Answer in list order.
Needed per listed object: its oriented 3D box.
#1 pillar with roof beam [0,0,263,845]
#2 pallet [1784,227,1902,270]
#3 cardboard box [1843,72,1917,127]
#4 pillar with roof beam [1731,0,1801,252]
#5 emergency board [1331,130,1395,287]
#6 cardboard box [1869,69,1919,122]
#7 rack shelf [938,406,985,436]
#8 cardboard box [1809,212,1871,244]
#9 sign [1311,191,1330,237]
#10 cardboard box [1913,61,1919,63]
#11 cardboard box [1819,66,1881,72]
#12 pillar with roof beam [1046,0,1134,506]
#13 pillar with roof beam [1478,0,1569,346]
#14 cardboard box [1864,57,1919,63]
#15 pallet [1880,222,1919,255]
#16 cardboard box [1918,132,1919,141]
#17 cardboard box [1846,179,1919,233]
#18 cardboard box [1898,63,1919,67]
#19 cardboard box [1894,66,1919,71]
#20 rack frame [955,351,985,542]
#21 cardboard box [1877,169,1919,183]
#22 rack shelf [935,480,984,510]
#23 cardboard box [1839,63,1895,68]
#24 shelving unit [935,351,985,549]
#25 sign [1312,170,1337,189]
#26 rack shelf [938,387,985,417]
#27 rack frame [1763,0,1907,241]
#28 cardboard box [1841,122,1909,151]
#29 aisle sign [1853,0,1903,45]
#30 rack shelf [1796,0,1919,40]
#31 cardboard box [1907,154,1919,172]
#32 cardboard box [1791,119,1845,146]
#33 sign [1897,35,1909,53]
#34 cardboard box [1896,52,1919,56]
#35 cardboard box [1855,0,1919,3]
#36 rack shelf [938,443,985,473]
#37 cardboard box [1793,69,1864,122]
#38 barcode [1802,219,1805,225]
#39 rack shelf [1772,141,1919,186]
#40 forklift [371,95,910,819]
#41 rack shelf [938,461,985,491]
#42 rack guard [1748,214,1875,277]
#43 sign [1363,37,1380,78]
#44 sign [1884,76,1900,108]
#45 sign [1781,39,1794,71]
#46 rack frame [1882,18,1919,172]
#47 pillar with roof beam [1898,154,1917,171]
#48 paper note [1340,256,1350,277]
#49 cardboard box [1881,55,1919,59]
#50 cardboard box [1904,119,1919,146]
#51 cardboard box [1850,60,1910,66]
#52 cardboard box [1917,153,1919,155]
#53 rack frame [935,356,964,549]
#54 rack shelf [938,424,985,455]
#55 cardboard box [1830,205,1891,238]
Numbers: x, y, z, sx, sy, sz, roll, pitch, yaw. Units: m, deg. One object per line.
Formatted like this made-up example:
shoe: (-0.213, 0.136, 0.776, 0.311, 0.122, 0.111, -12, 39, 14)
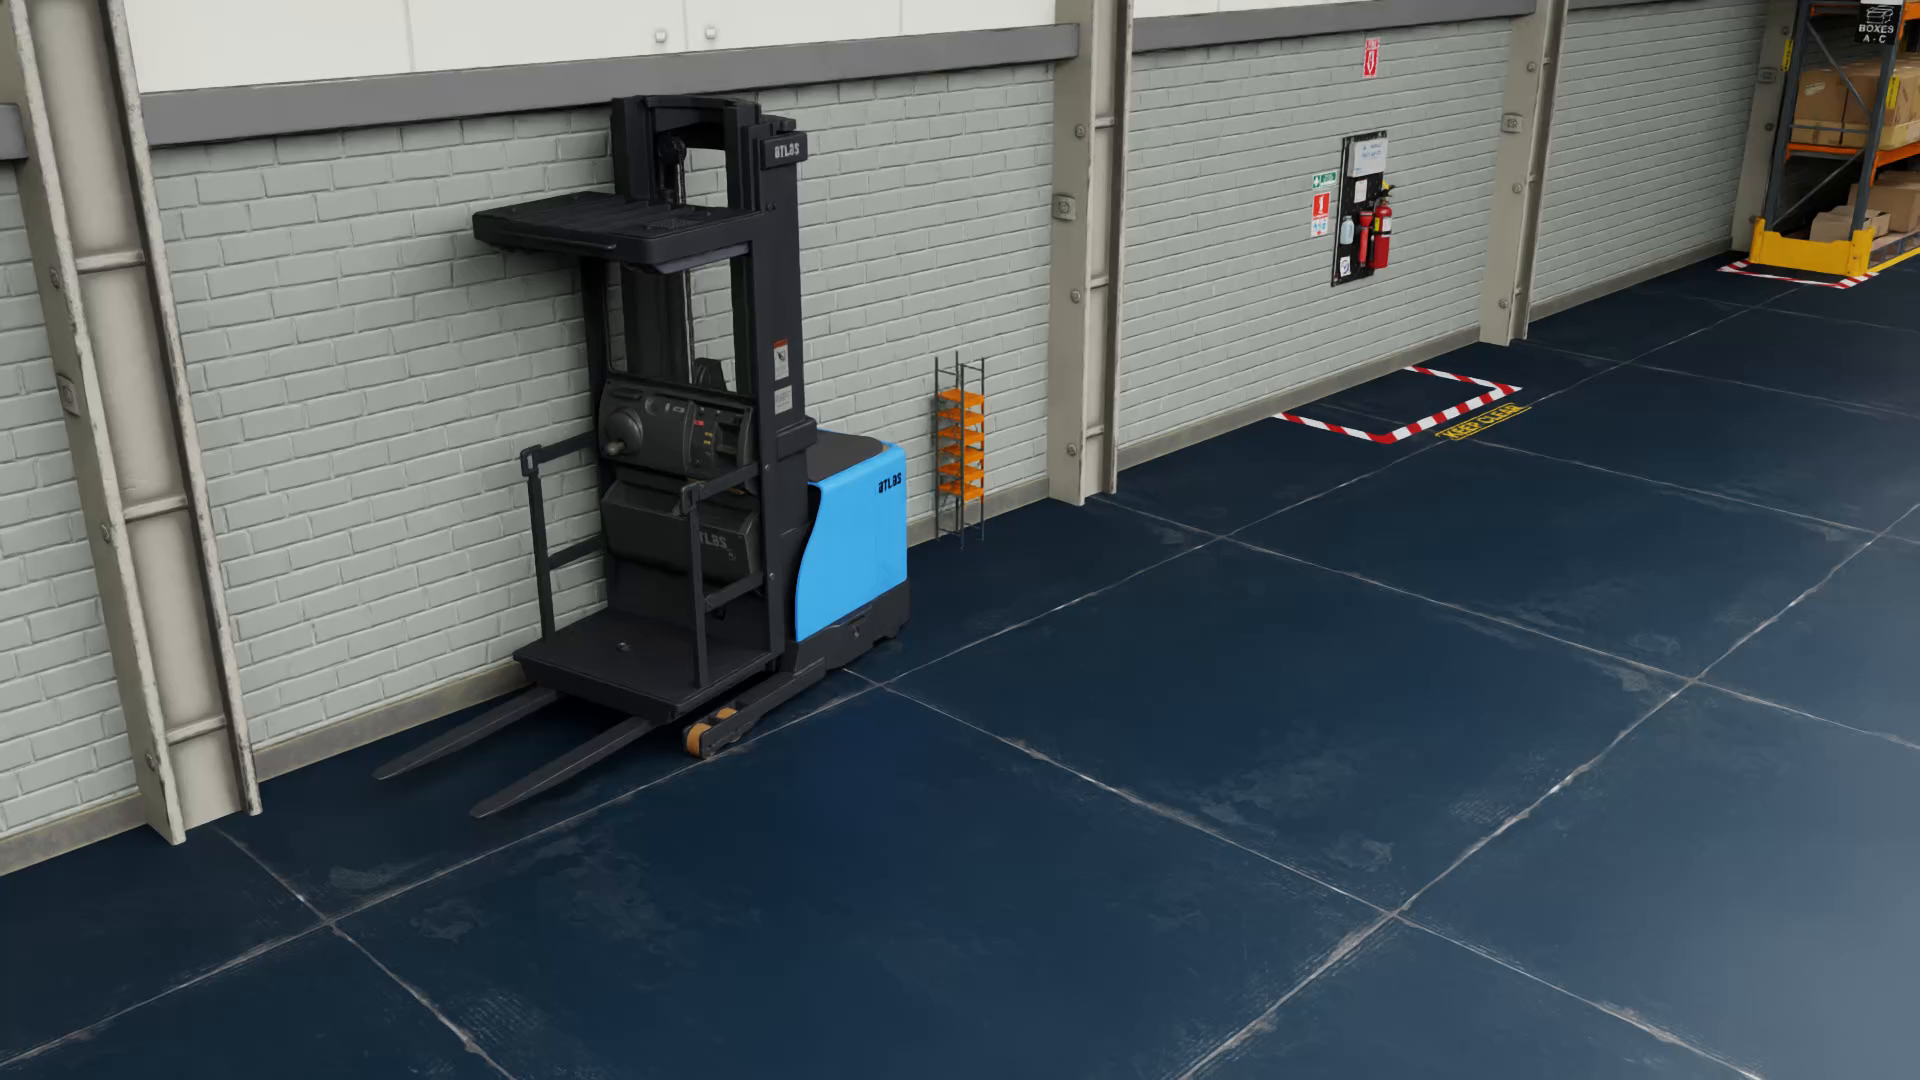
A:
pillar with roof beam: (-0.271, -1.897, 2.968, 9.100, 9.000, 0.400, 19, 28, 41)
pallet: (9.978, -3.323, 18.925, 1.003, 0.211, 1.213, 19, 28, 41)
cardboard box: (9.881, -4.742, 17.866, 0.500, 0.500, 0.500, 19, 28, 41)
pillar with roof beam: (12.285, -6.524, 15.006, 9.100, 9.000, 0.400, 19, 28, 41)
emergency board: (3.264, -2.633, 13.245, 0.194, 1.169, 0.643, 19, 28, 41)
cardboard box: (10.233, -4.866, 18.190, 0.500, 0.500, 0.500, 19, 28, 41)
rack shelf: (-0.002, -0.737, 10.275, 0.258, 0.103, 0.180, 19, 28, 40)
cardboard box: (9.880, -3.511, 18.662, 0.500, 0.311, 0.500, 15, 26, 35)
sign: (2.804, -2.534, 12.936, 0.001, 0.329, 0.234, 19, 28, 41)
cardboard box: (11.312, -5.267, 19.233, 0.500, 0.500, 0.500, 18, 28, 39)
cardboard box: (9.867, -4.996, 18.527, 0.500, 0.500, 0.500, -20, 29, -41)
pillar with roof beam: (3.914, -3.439, 6.980, 9.100, 9.000, 0.400, 19, 28, 41)
pillar with roof beam: (8.100, -4.982, 10.993, 9.100, 9.000, 0.400, 19, 28, 41)
cardboard box: (10.930, -5.395, 19.566, 0.500, 0.500, 0.500, -19, 28, -41)
pallet: (10.829, -3.635, 19.737, 1.003, 0.211, 1.213, 19, 28, 41)
cardboard box: (10.612, -4.657, 18.690, 0.500, 0.250, 0.500, 19, 28, 40)
cardboard box: (10.825, -3.921, 19.467, 0.700, 0.500, 0.500, 17, 27, 37)
cardboard box: (10.949, -5.133, 18.885, 0.500, 0.500, 0.500, -19, 28, -40)
cardboard box: (10.598, -4.998, 18.532, 0.500, 0.500, 0.500, 18, 27, 39)
rack frame: (0.061, -0.579, 10.408, 0.240, 1.200, 0.006, 19, 28, 40)
cardboard box: (11.427, -4.195, 20.178, 0.500, 0.500, 0.500, 17, 27, 37)
rack shelf: (-0.002, -0.289, 10.447, 0.258, 0.103, 0.180, 19, 28, 40)
cardboard box: (10.225, -5.130, 18.875, 0.500, 0.500, 0.500, 18, 28, 39)
shelving unit: (-0.002, -0.555, 10.345, 0.258, 1.200, 0.189, 19, 28, 40)
sign: (2.814, -2.780, 12.838, 0.001, 0.109, 0.331, 19, 28, 41)
rack shelf: (-0.002, -0.849, 10.232, 0.258, 0.103, 0.180, 19, 28, 40)
rack frame: (9.332, -4.405, 17.854, 1.000, 3.000, 0.127, 19, 28, 41)
cardboard box: (9.900, -4.390, 17.997, 0.500, 0.250, 0.500, 18, 28, 39)
aisle sign: (9.497, -5.525, 17.144, 0.394, 0.787, 0.004, 19, 28, 41)
rack shelf: (10.728, -5.983, 18.782, 1.077, 0.370, 4.000, 19, 28, 41)
cardboard box: (12.624, -4.665, 21.402, 0.500, 0.500, 0.700, -19, 28, -40)
cardboard box: (9.520, -4.513, 18.316, 0.500, 0.250, 0.500, -20, 28, -41)
sign: (11.723, -6.112, 20.680, 0.100, 0.325, 0.005, 19, 28, 41)
cardboard box: (11.645, -5.654, 20.240, 0.500, 0.500, 0.500, 18, 28, 39)
cardboard box: (9.745, -5.884, 17.355, 0.500, 0.500, 0.500, -19, 28, -41)
rack shelf: (-0.002, -0.513, 10.361, 0.258, 0.103, 0.180, 19, 28, 40)
cardboard box: (9.509, -4.869, 18.196, 0.500, 0.500, 0.500, 19, 28, 40)
barcode: (9.606, -3.620, 18.932, 0.001, 0.075, 0.075, 19, 28, 41)
rack shelf: (10.728, -4.583, 19.321, 1.077, 0.370, 4.000, 19, 28, 41)
forklift: (-1.487, -0.523, 7.850, 1.130, 2.935, 3.031, 13, 24, 30)
rack shelf: (-0.002, -0.401, 10.404, 0.258, 0.103, 0.180, 19, 28, 40)
rack guard: (9.385, -3.258, 18.353, 1.175, 0.500, 0.348, 19, 28, 41)
sign: (3.187, -3.738, 12.888, 0.001, 0.298, 0.199, 19, 28, 41)
sign: (9.721, -4.673, 17.345, 0.100, 0.325, 0.005, 19, 28, 41)
sign: (8.949, -5.237, 17.964, 0.100, 0.325, 0.005, 19, 28, 41)
rack frame: (12.123, -5.433, 20.529, 1.000, 3.000, 0.127, 19, 28, 41)
pillar with roof beam: (16.471, -8.066, 19.018, 9.100, 9.000, 0.400, 19, 28, 41)
paper note: (3.091, -2.194, 13.329, 0.016, 0.148, 0.142, 19, 28, 41)
cardboard box: (11.282, -5.522, 19.896, 0.500, 0.500, 0.500, 19, 28, 40)
cardboard box: (10.252, -4.527, 18.353, 0.500, 0.250, 0.500, 18, 28, 39)
cardboard box: (10.576, -5.259, 19.212, 0.500, 0.500, 0.500, -20, 29, -41)
cardboard box: (12.949, -4.810, 21.780, 0.700, 0.500, 0.500, 19, 28, 40)
rack frame: (-0.065, -0.531, 10.283, 0.240, 1.200, 0.006, 19, 28, 40)
rack shelf: (-0.002, -0.625, 10.318, 0.258, 0.103, 0.180, 19, 28, 40)
cardboard box: (10.277, -3.657, 19.043, 0.500, 0.311, 0.500, -17, 27, -38)
